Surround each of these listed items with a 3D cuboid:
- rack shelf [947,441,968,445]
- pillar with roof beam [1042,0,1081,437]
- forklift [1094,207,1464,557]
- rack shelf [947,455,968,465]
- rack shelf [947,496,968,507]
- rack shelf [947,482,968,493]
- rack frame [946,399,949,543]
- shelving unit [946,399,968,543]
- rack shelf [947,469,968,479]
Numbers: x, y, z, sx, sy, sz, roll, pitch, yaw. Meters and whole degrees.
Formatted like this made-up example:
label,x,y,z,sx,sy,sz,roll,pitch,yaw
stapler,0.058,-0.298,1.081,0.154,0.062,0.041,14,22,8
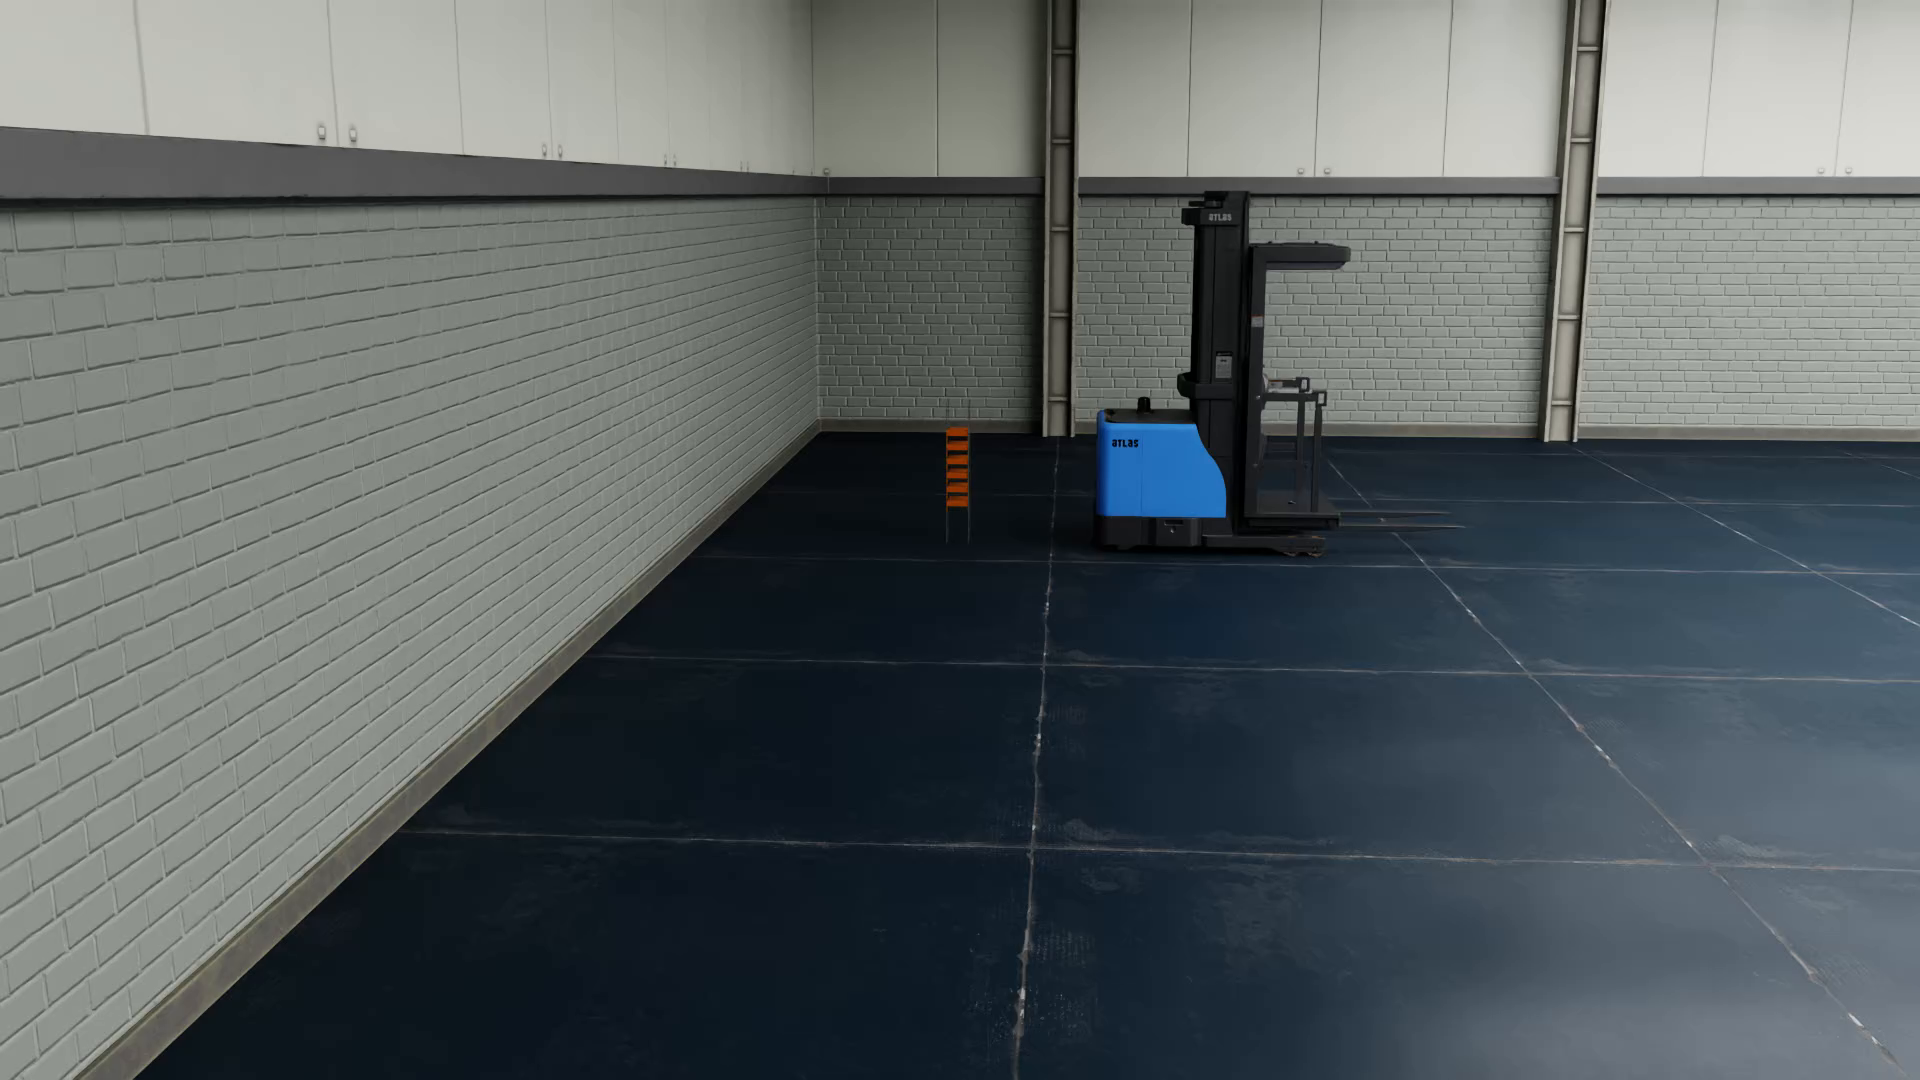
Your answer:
label,x,y,z,sx,sy,sz,roll,pitch,yaw
rack shelf,-0.014,-0.806,14.101,0.171,0.034,0.221,1,12,4
pillar with roof beam,0.924,-4.817,15.317,0.400,9.000,9.100,1,12,4
forklift,2.662,-1.346,13.873,3.031,2.797,1.129,1,12,4
rack shelf,-0.014,-0.661,14.131,0.180,0.103,0.258,1,12,4
rack shelf,-0.014,-0.309,14.204,0.180,0.103,0.258,1,12,4
rack shelf,-0.014,-0.427,14.180,0.180,0.103,0.258,1,12,4
rack frame,-0.106,-0.589,14.152,0.006,1.200,0.240,1,12,4
shelving unit,-0.017,-0.588,14.146,0.184,1.200,0.258,1,12,4
rack shelf,-0.014,-0.544,14.155,0.180,0.103,0.258,1,12,4
